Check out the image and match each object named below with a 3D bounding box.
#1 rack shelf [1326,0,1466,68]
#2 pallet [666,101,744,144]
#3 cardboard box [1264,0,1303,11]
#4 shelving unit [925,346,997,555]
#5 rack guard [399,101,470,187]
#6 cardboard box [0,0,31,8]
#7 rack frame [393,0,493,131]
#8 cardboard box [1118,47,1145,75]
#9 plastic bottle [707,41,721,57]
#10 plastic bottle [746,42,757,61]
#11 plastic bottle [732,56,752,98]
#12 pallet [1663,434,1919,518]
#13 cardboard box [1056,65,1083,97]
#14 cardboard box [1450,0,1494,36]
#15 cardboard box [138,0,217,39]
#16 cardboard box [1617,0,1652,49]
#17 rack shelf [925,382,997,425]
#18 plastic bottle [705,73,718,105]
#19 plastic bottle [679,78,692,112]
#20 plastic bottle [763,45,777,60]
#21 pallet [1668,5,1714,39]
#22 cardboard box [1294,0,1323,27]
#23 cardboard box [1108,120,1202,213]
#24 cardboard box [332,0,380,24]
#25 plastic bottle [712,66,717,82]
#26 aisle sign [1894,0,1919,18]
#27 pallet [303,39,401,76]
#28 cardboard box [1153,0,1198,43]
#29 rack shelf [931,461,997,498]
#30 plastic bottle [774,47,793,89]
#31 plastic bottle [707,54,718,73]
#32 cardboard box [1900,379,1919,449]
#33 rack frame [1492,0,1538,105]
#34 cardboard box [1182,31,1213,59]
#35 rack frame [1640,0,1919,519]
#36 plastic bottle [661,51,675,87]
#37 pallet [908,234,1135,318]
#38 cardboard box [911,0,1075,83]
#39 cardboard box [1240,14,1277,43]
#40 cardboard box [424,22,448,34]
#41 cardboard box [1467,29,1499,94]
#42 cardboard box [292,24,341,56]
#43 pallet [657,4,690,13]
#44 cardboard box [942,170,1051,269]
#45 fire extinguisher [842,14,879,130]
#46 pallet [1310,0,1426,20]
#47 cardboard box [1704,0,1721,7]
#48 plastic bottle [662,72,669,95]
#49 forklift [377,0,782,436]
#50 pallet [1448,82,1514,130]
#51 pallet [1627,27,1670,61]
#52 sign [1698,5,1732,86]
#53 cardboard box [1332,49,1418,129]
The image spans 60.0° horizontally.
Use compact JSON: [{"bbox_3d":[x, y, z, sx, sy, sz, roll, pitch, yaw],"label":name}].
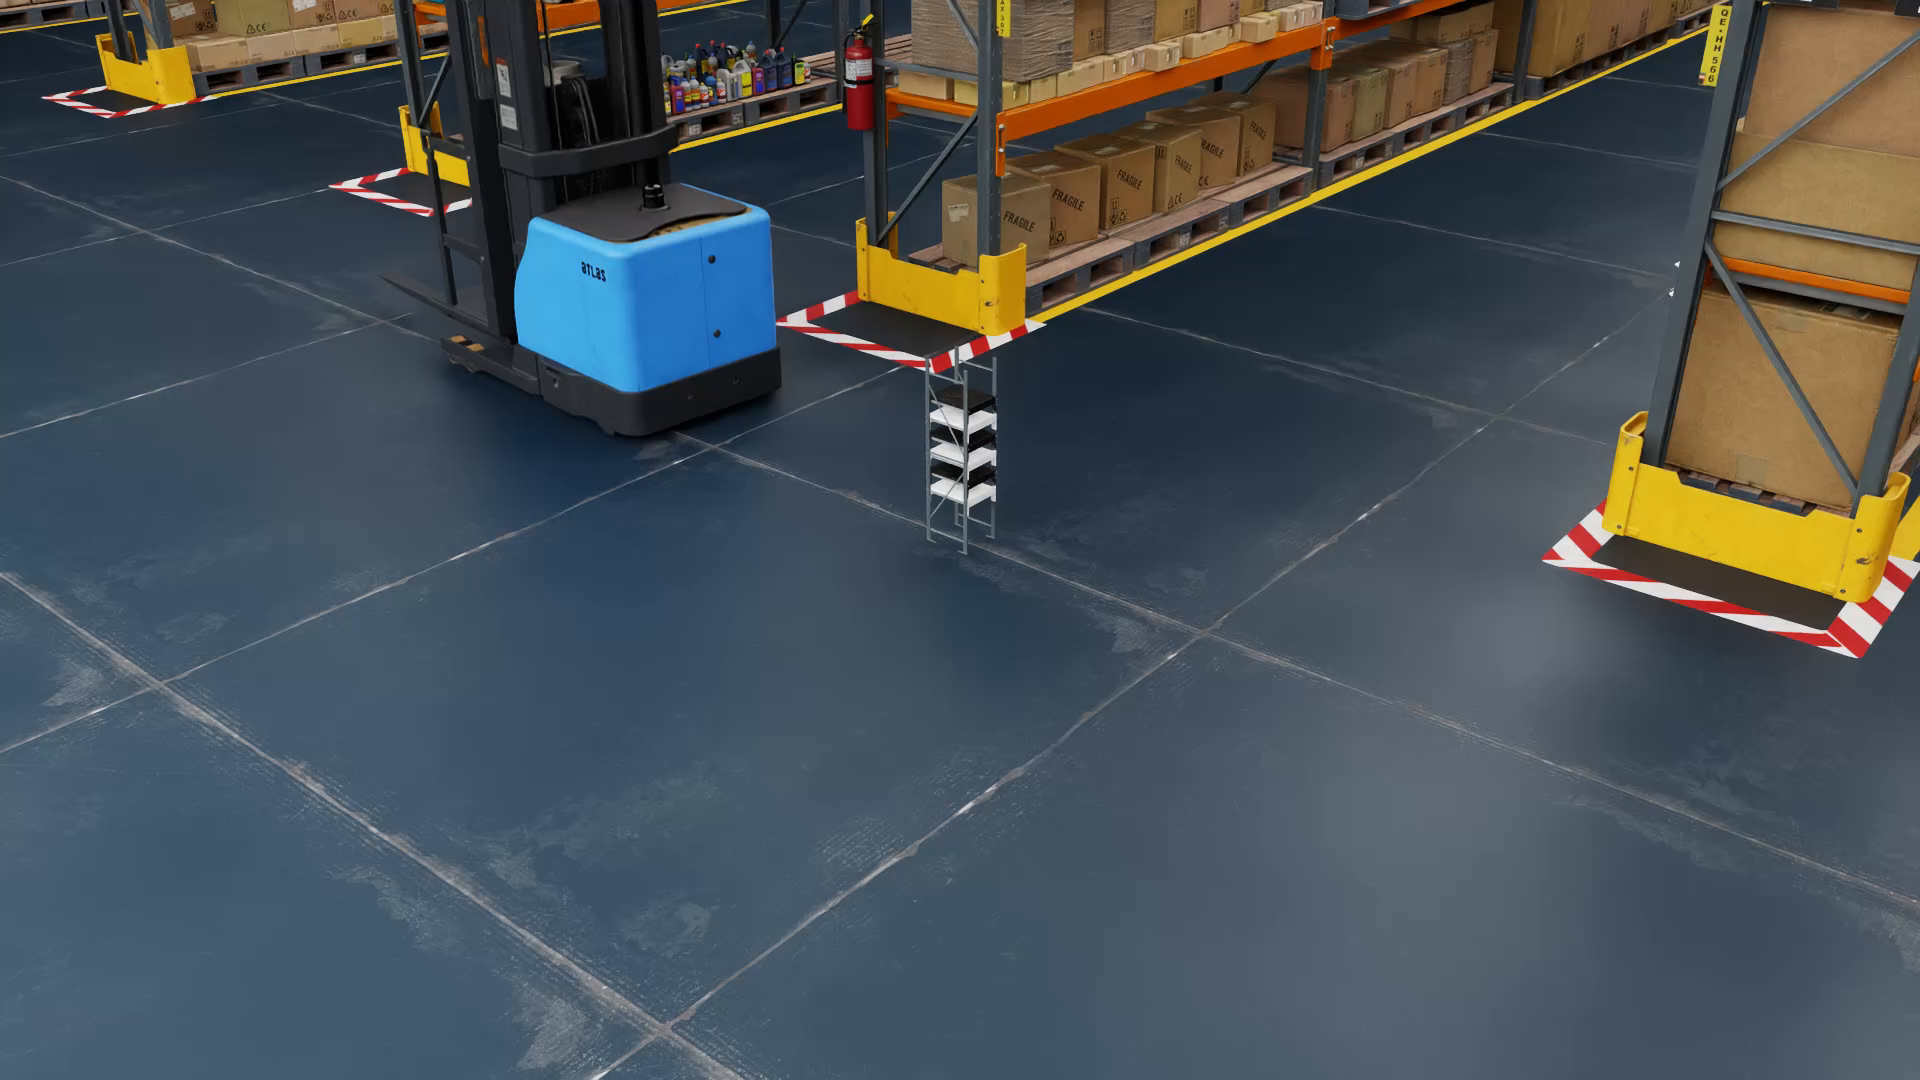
[{"bbox_3d":[3.639,-4.579,14.119,1.077,0.370,4.000,21,34,34],"label":"rack shelf"},{"bbox_3d":[-2.690,-3.738,14.745,1.003,0.211,1.213,21,34,34],"label":"pallet"},{"bbox_3d":[2.033,-4.224,12.218,0.875,0.500,0.500,21,34,34],"label":"cardboard box"},{"bbox_3d":[0.005,-0.403,7.549,0.258,0.900,0.210,21,34,34],"label":"shelving unit"},{"bbox_3d":[-3.987,-3.149,13.293,1.175,0.500,0.348,21,34,34],"label":"rack guard"},{"bbox_3d":[-11.134,-6.334,19.177,0.500,0.311,0.500,17,32,29],"label":"cardboard box"},{"bbox_3d":[-3.999,-4.218,12.640,1.000,3.000,0.127,21,34,34],"label":"rack frame"},{"bbox_3d":[0.978,-3.136,10.821,0.380,0.149,0.250,21,34,34],"label":"cardboard box"},{"bbox_3d":[-2.288,-4.491,15.570,0.144,0.351,0.185,22,34,36],"label":"plastic bottle"},{"bbox_3d":[-1.996,-4.635,15.936,0.097,0.271,0.097,0,27,0],"label":"plastic bottle"},{"bbox_3d":[-1.969,-4.160,14.932,0.144,0.351,0.185,21,34,34],"label":"plastic bottle"},{"bbox_3d":[4.034,-0.353,8.203,1.003,0.211,1.213,21,34,34],"label":"pallet"},{"bbox_3d":[0.533,-2.858,10.283,0.380,0.149,0.250,21,34,34],"label":"cardboard box"},{"bbox_3d":[4.508,-4.779,15.149,0.500,0.250,0.500,22,35,36],"label":"cardboard box"},{"bbox_3d":[-7.707,-5.243,16.339,0.500,0.500,0.500,21,34,34],"label":"cardboard box"},{"bbox_3d":[6.496,-5.719,17.395,1.225,0.875,0.875,19,33,33],"label":"cardboard box"},{"bbox_3d":[0.005,-0.613,7.440,0.258,0.077,0.200,21,34,34],"label":"rack shelf"},{"bbox_3d":[-2.195,-3.983,14.675,0.097,0.271,0.097,0,27,0],"label":"plastic bottle"},{"bbox_3d":[-2.387,-3.875,14.467,0.097,0.271,0.097,0,27,0],"label":"plastic bottle"},{"bbox_3d":[-1.753,-4.385,15.366,0.144,0.351,0.185,21,34,34],"label":"plastic bottle"},{"bbox_3d":[8.000,-6.034,19.184,1.003,0.211,1.213,21,34,34],"label":"pallet"},{"bbox_3d":[2.457,-3.915,12.327,0.380,0.149,0.250,21,34,34],"label":"cardboard box"},{"bbox_3d":[1.389,-2.687,11.943,0.500,0.500,0.500,17,32,30],"label":"cardboard box"},{"bbox_3d":[-6.350,-5.622,17.072,0.500,0.500,0.500,21,34,34],"label":"cardboard box"},{"bbox_3d":[-2.158,-4.105,14.898,0.061,0.283,0.133,21,34,34],"label":"plastic bottle"},{"bbox_3d":[3.772,-2.327,6.155,0.394,0.787,0.004,21,34,34],"label":"aisle sign"},{"bbox_3d":[-6.588,-5.143,17.462,1.003,0.211,1.213,21,34,34],"label":"pallet"},{"bbox_3d":[1.098,-3.685,11.177,0.875,0.500,0.500,21,34,34],"label":"cardboard box"},{"bbox_3d":[0.005,-0.293,7.605,0.258,0.077,0.200,21,34,34],"label":"rack shelf"},{"bbox_3d":[-1.642,-4.343,15.285,0.144,0.351,0.185,20,33,33],"label":"plastic bottle"},{"bbox_3d":[-2.287,-4.369,15.421,0.097,0.271,0.097,0,27,0],"label":"plastic bottle"},{"bbox_3d":[4.524,-1.101,8.468,0.875,0.875,0.875,20,34,34],"label":"cardboard box"},{"bbox_3d":[4.912,-5.607,15.325,1.000,3.000,0.127,21,34,34],"label":"rack frame"},{"bbox_3d":[1.492,-3.388,11.308,0.380,0.149,0.250,21,34,34],"label":"cardboard box"},{"bbox_3d":[3.586,-1.286,6.970,1.000,3.000,0.127,21,34,34],"label":"rack frame"},{"bbox_3d":[-2.679,-4.273,15.149,0.144,0.351,0.185,20,34,34],"label":"plastic bottle"},{"bbox_3d":[0.415,-1.837,11.071,1.003,0.211,1.213,21,34,34],"label":"pallet"},{"bbox_3d":[0.194,-3.134,10.112,0.875,0.500,0.500,21,34,34],"label":"cardboard box"},{"bbox_3d":[2.013,-3.637,11.790,0.380,0.149,0.250,21,34,34],"label":"cardboard box"},{"bbox_3d":[-5.726,-5.648,17.939,0.500,0.250,0.500,21,34,34],"label":"cardboard box"},{"bbox_3d":[4.501,-4.449,15.327,0.700,0.500,0.500,19,33,32],"label":"cardboard box"},{"bbox_3d":[-6.672,-5.113,16.905,0.500,0.250,0.500,21,34,34],"label":"cardboard box"},{"bbox_3d":[-4.060,-6.554,20.190,1.003,0.211,1.213,21,34,34],"label":"pallet"},{"bbox_3d":[0.233,-2.064,10.738,0.500,0.500,0.500,-21,34,-35],"label":"cardboard box"},{"bbox_3d":[-0.605,-2.831,10.041,0.296,0.674,0.183,21,34,34],"label":"fire extinguisher"},{"bbox_3d":[2.966,-4.332,13.069,1.003,0.211,1.213,21,34,34],"label":"pallet"},{"bbox_3d":[8.510,-6.798,19.482,0.875,0.875,0.875,21,34,34],"label":"cardboard box"},{"bbox_3d":[-2.676,-4.121,15.018,0.097,0.201,0.097,0,27,0],"label":"plastic bottle"},{"bbox_3d":[-2.391,-2.416,9.231,3.031,2.935,1.130,25,36,39],"label":"forklift"},{"bbox_3d":[4.413,-4.092,15.431,1.003,0.211,1.213,21,34,34],"label":"pallet"},{"bbox_3d":[7.023,-5.491,18.135,1.003,0.211,1.213,21,34,34],"label":"pallet"},{"bbox_3d":[3.176,-2.068,6.966,0.100,0.325,0.005,21,34,34],"label":"sign"},{"bbox_3d":[3.448,-3.848,14.165,0.700,0.500,0.500,18,32,30],"label":"cardboard box"}]
